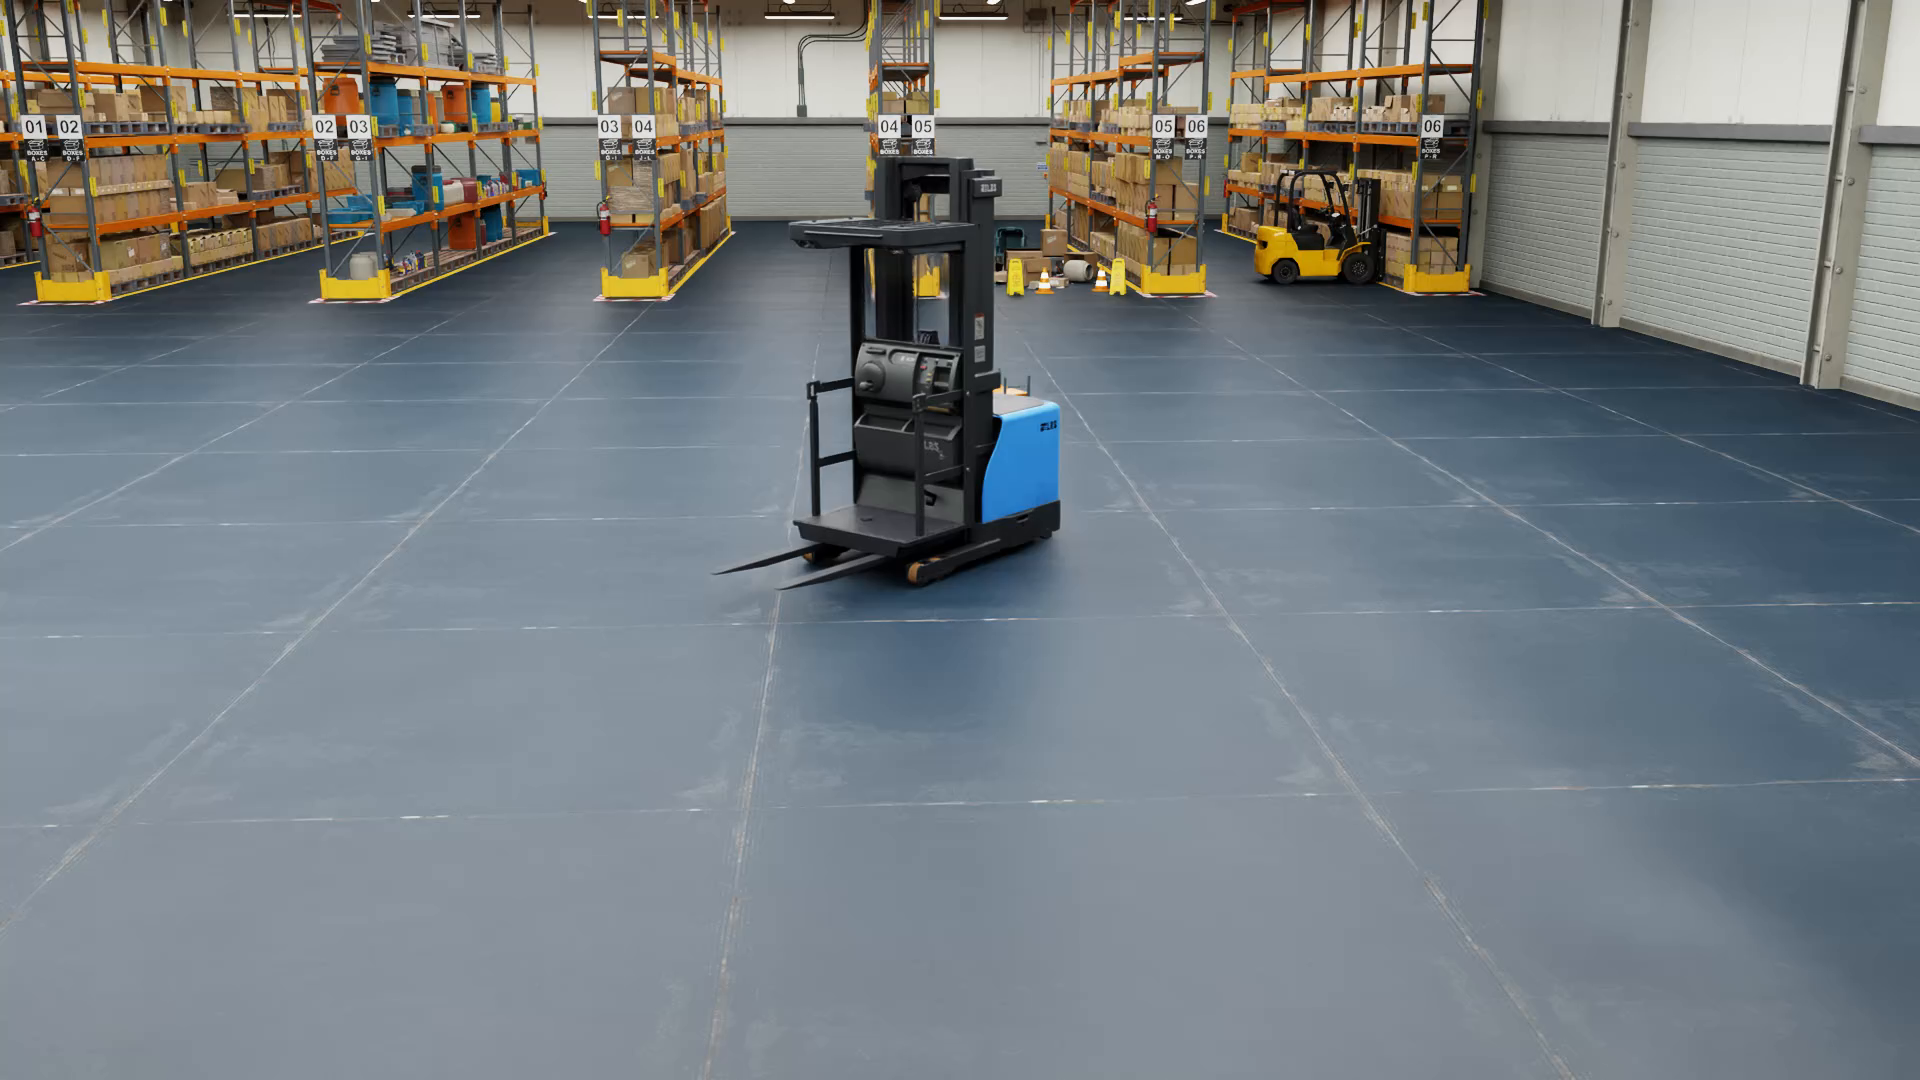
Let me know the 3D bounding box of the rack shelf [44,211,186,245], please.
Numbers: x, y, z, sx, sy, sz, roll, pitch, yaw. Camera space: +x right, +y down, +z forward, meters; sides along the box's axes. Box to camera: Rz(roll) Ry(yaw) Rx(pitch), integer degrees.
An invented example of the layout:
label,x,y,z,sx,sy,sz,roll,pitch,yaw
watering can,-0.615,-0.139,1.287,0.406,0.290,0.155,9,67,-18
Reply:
label,x,y,z,sx,sy,sz,roll,pitch,yaw
rack shelf,-15.931,-5.898,31.375,1.077,0.370,4.000,-1,14,-3

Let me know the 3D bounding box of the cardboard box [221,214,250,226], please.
label,x,y,z,sx,sy,sz,roll,pitch,yaw
cardboard box,-16.603,-7.348,38.192,0.500,0.250,0.500,0,14,-1

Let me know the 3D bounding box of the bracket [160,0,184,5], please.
label,x,y,z,sx,sy,sz,roll,pitch,yaw
bracket,-22.555,-15.509,48.021,0.076,0.066,3.189,-1,14,-3

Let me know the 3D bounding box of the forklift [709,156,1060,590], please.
label,x,y,z,sx,sy,sz,roll,pitch,yaw
forklift,-0.512,-1.230,11.926,1.130,2.935,3.031,11,18,36

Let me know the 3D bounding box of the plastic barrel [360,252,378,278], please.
label,x,y,z,sx,sy,sz,roll,pitch,yaw
plastic barrel,-11.011,-5.111,31.019,0.421,0.512,0.421,0,14,0

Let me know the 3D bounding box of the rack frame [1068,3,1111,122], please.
label,x,y,z,sx,sy,sz,roll,pitch,yaw
rack frame,3.228,-11.944,41.389,1.000,3.000,0.127,-1,14,-3

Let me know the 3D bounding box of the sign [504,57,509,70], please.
label,x,y,z,sx,sy,sz,roll,pitch,yaw
sign,-11.057,-11.621,40.555,0.100,0.325,0.005,-1,14,-3

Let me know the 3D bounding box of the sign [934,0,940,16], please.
label,x,y,z,sx,sy,sz,roll,pitch,yaw
sign,-0.409,-9.394,29.286,0.100,0.325,0.005,-1,14,-3

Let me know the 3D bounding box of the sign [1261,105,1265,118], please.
label,x,y,z,sx,sy,sz,roll,pitch,yaw
sign,7.641,-10.809,41.960,0.100,0.325,0.005,-1,14,-3

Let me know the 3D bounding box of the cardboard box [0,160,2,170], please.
label,x,y,z,sx,sy,sz,roll,pitch,yaw
cardboard box,-21.534,-8.336,37.061,0.500,0.250,0.500,0,14,-2

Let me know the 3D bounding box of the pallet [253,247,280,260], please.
label,x,y,z,sx,sy,sz,roll,pitch,yaw
pallet,-16.311,-6.575,38.156,1.003,0.211,1.213,-1,14,-3

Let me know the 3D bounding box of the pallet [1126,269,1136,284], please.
label,x,y,z,sx,sy,sz,roll,pitch,yaw
pallet,3.879,-5.228,32.922,1.003,0.211,1.213,-1,14,-3

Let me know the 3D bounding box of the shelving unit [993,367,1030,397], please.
label,x,y,z,sx,sy,sz,roll,pitch,yaw
shelving unit,0.340,-0.780,13.649,0.258,1.200,0.503,-7,16,-27

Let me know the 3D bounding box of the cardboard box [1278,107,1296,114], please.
label,x,y,z,sx,sy,sz,roll,pitch,yaw
cardboard box,7.917,-10.380,40.194,0.380,0.149,0.250,-1,14,-3

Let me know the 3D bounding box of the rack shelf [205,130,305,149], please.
label,x,y,z,sx,sy,sz,roll,pitch,yaw
rack shelf,-16.427,-9.341,38.734,1.077,0.370,4.000,-1,14,-3

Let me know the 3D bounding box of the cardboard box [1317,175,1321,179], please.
label,x,y,z,sx,sy,sz,roll,pitch,yaw
cardboard box,8.244,-8.206,37.396,0.380,0.149,0.250,-1,14,-3

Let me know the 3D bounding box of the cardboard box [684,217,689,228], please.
label,x,y,z,sx,sy,sz,roll,pitch,yaw
cardboard box,-6.344,-7.090,37.193,0.500,0.250,0.500,0,14,-1

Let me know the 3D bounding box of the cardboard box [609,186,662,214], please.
label,x,y,z,sx,sy,sz,roll,pitch,yaw
cardboard box,-5.926,-6.231,30.427,0.875,0.500,0.500,-1,14,-3

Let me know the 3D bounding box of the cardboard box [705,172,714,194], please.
label,x,y,z,sx,sy,sz,roll,pitch,yaw
cardboard box,-6.362,-8.822,41.094,0.500,0.500,0.500,-1,14,-3

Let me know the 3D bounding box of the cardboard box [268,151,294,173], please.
label,x,y,z,sx,sy,sz,roll,pitch,yaw
cardboard box,-16.840,-9.388,41.287,0.500,0.500,0.500,-1,14,-3

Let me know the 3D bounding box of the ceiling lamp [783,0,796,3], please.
label,x,y,z,sx,sy,sz,roll,pitch,yaw
ceiling lamp,-3.861,-14.453,39.426,0.800,3.185,2.000,-1,14,-3

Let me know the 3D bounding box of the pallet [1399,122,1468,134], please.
label,x,y,z,sx,sy,sz,roll,pitch,yaw
pallet,8.907,-7.718,31.161,1.003,0.211,1.213,-1,14,-3

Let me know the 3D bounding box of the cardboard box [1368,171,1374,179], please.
label,x,y,z,sx,sy,sz,roll,pitch,yaw
cardboard box,8.446,-7.357,33.501,0.380,0.149,0.250,-1,14,-2

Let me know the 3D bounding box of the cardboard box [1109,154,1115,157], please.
label,x,y,z,sx,sy,sz,roll,pitch,yaw
cardboard box,3.689,-8.703,38.625,0.500,0.500,0.500,-1,14,-5

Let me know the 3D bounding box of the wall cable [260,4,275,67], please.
label,x,y,z,sx,sy,sz,roll,pitch,yaw
wall cable,-19.036,-14.953,49.178,3.097,2.526,0.112,-1,14,-3

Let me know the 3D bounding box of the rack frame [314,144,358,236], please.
label,x,y,z,sx,sy,sz,roll,pitch,yaw
rack frame,-16.798,-9.729,44.818,1.000,3.000,0.127,-1,14,-3

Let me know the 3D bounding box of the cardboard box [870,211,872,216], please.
label,x,y,z,sx,sy,sz,roll,pitch,yaw
cardboard box,-2.236,-8.776,44.800,0.380,0.149,0.250,-1,14,-4

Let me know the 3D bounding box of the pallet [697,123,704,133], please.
label,x,y,z,sx,sy,sz,roll,pitch,yaw
pallet,-6.508,-9.412,37.945,1.213,0.211,1.003,0,14,-1

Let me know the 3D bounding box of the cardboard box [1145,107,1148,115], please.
label,x,y,z,sx,sy,sz,roll,pitch,yaw
cardboard box,3.644,-7.979,30.902,0.380,0.149,0.250,-1,14,-4

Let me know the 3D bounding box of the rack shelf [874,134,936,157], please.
label,x,y,z,sx,sy,sz,roll,pitch,yaw
rack shelf,-1.087,-7.555,31.792,1.077,0.370,4.000,-1,14,-3

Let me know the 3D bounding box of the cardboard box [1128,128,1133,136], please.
label,x,y,z,sx,sy,sz,roll,pitch,yaw
cardboard box,3.490,-7.977,32.494,0.380,0.149,0.250,-1,14,-5

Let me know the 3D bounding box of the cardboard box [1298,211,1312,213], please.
label,x,y,z,sx,sy,sz,roll,pitch,yaw
cardboard box,8.543,-8.078,41.274,0.380,0.149,0.250,0,14,-2

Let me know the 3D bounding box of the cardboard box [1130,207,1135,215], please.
label,x,y,z,sx,sy,sz,roll,pitch,yaw
cardboard box,3.536,-6.464,32.633,0.380,0.149,0.250,-1,14,-4

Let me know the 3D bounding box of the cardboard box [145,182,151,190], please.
label,x,y,z,sx,sy,sz,roll,pitch,yaw
cardboard box,-15.763,-6.789,31.892,0.380,0.149,0.250,-1,14,-4

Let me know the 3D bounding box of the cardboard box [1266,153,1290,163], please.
label,x,y,z,sx,sy,sz,roll,pitch,yaw
cardboard box,8.355,-9.925,43.782,0.500,0.500,0.500,-1,14,-5

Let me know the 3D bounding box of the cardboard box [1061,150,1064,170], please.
label,x,y,z,sx,sy,sz,roll,pitch,yaw
cardboard box,2.900,-9.811,42.930,0.500,0.500,0.500,-1,14,-4

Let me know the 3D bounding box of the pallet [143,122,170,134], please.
label,x,y,z,sx,sy,sz,roll,pitch,yaw
pallet,-15.976,-7.942,32.033,1.003,0.211,1.213,-1,14,-3

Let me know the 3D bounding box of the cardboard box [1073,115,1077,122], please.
label,x,y,z,sx,sy,sz,roll,pitch,yaw
cardboard box,2.957,-10.262,40.496,0.380,0.166,0.250,-2,15,-7

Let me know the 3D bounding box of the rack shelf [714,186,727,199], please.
label,x,y,z,sx,sy,sz,roll,pitch,yaw
rack shelf,-6.787,-9.035,43.565,1.077,0.370,4.000,-1,14,-3

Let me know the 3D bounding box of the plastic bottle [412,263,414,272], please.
label,x,y,z,sx,sy,sz,roll,pitch,yaw
plastic bottle,-10.711,-5.324,32.433,0.097,0.201,0.097,0,14,0

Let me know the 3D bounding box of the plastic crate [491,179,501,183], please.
label,x,y,z,sx,sy,sz,roll,pitch,yaw
plastic crate,-12.067,-9.284,43.303,0.416,0.233,0.300,-1,14,-3

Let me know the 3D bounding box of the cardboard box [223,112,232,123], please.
label,x,y,z,sx,sy,sz,roll,pitch,yaw
cardboard box,-16.218,-9.210,36.242,0.500,0.250,0.500,-2,15,-8

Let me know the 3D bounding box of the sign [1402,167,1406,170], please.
label,x,y,z,sx,sy,sz,roll,pitch,yaw
sign,9.231,-7.593,34.622,0.100,0.325,0.005,-1,14,-3

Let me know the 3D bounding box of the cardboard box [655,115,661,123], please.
label,x,y,z,sx,sy,sz,roll,pitch,yaw
cardboard box,-5.625,-7.613,30.075,0.380,0.149,0.250,-1,14,-2

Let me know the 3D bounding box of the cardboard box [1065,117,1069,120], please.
label,x,y,z,sx,sy,sz,roll,pitch,yaw
cardboard box,2.869,-10.832,42.313,0.396,0.266,0.258,0,14,-2

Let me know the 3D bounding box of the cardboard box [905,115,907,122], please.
label,x,y,z,sx,sy,sz,roll,pitch,yaw
cardboard box,-0.999,-8.741,34.186,0.258,0.266,0.396,-1,14,-4

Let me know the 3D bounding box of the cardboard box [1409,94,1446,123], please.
label,x,y,z,sx,sy,sz,roll,pitch,yaw
cardboard box,8.655,-7.991,30.801,0.500,0.500,0.500,0,14,-2

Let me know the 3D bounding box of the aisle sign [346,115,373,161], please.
label,x,y,z,sx,sy,sz,roll,pitch,yaw
aisle sign,-10.566,-7.071,29.270,0.394,0.787,0.004,-1,14,-3

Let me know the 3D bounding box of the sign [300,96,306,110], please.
label,x,y,z,sx,sy,sz,roll,pitch,yaw
sign,-15.997,-10.637,40.501,0.100,0.325,0.005,-1,14,-3

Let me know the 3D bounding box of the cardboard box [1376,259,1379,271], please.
label,x,y,z,sx,sy,sz,roll,pitch,yaw
cardboard box,8.483,-5.493,33.030,0.500,0.250,0.500,0,14,-2

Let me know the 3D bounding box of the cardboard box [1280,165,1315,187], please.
label,x,y,z,sx,sy,sz,roll,pitch,yaw
cardboard box,8.144,-8.778,40.073,0.797,0.503,0.637,-1,14,-5

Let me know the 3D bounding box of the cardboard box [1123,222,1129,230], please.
label,x,y,z,sx,sy,sz,roll,pitch,yaw
cardboard box,3.472,-6.288,33.312,0.380,0.149,0.250,0,14,-1

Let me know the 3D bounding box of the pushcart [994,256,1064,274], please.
label,x,y,z,sx,sy,sz,roll,pitch,yaw
pushcart,1.451,-5.732,34.545,1.648,0.377,0.936,-6,16,-23

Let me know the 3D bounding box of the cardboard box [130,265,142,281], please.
label,x,y,z,sx,sy,sz,roll,pitch,yaw
cardboard box,-15.684,-5.007,31.140,0.500,0.250,0.500,-1,14,-3
